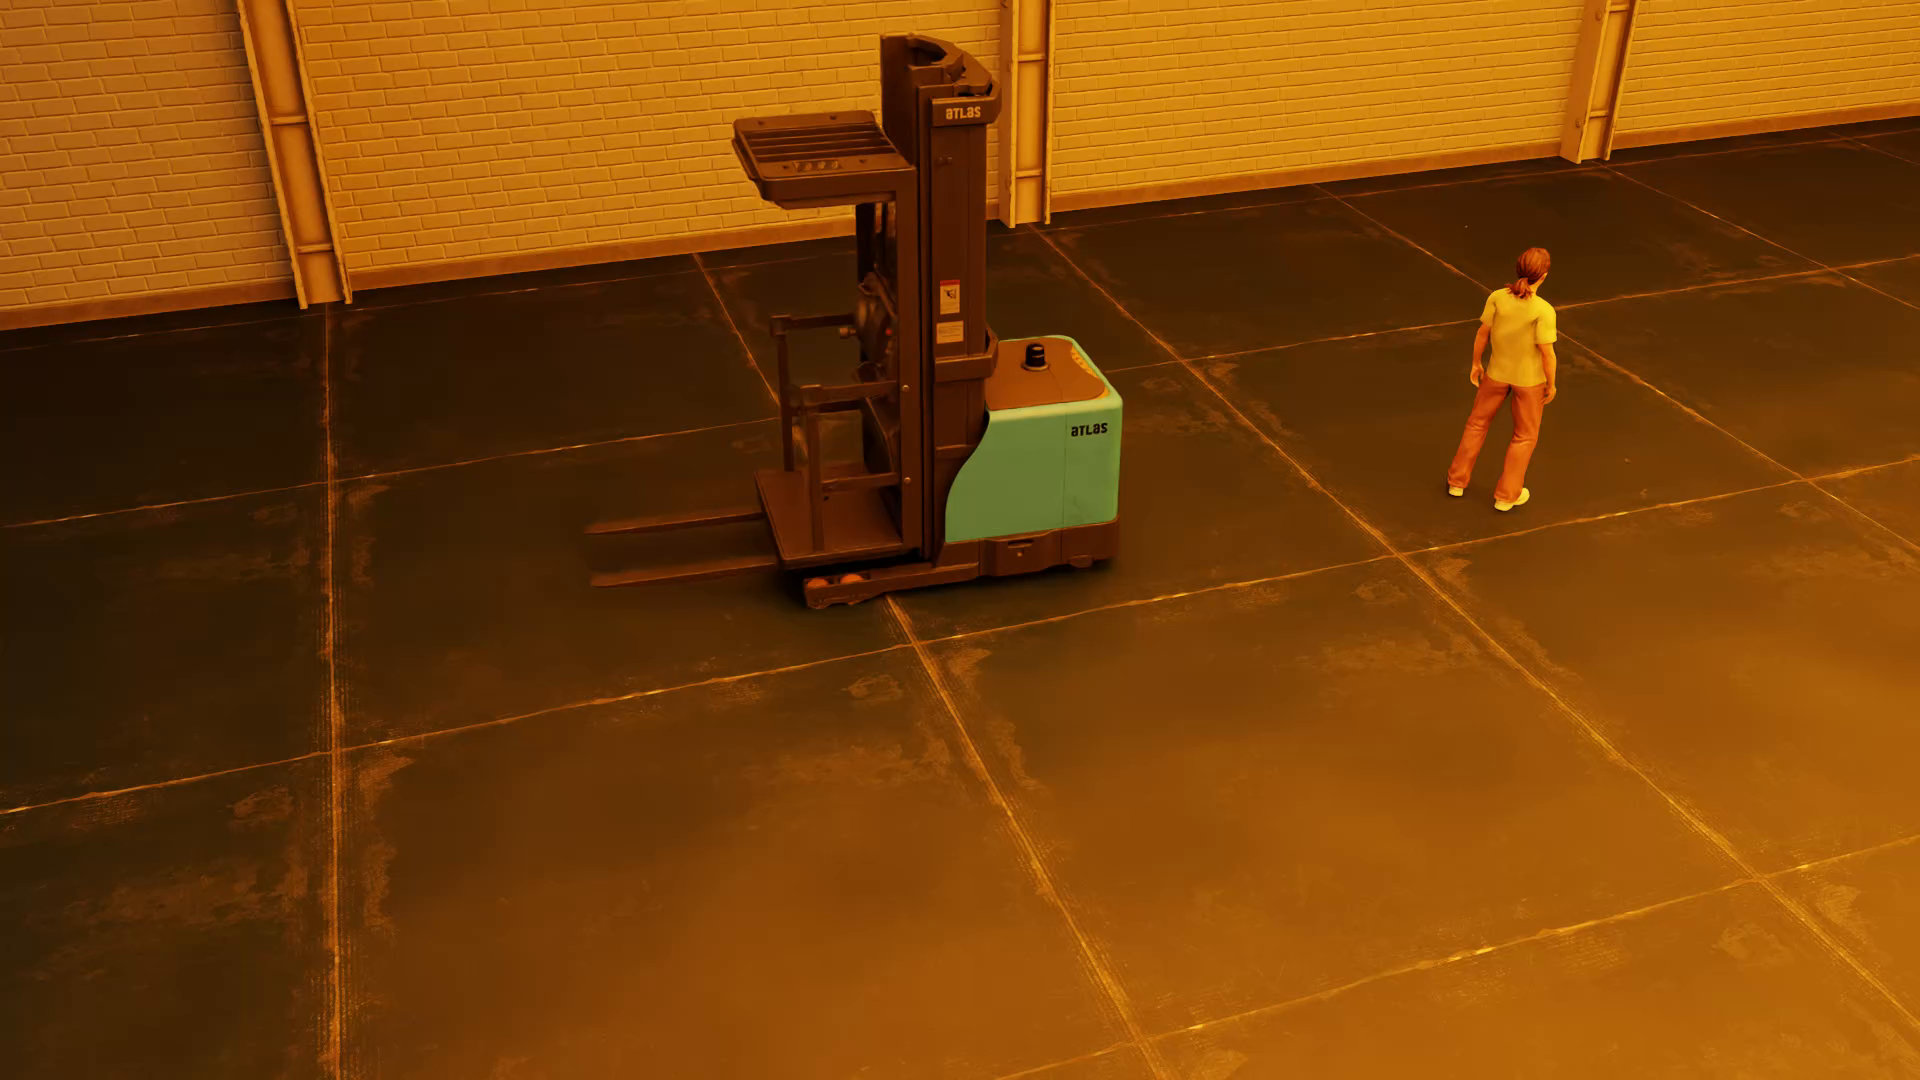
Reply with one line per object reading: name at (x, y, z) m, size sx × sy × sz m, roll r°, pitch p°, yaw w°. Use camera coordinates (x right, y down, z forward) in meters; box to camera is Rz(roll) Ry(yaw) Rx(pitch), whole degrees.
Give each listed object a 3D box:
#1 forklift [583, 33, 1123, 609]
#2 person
forklift at (-0.650, -1.174, 9.127) m, size 3.031 × 2.935 × 1.130 m, roll -7°, pitch 31°, yaw -13°
person at (3.310, -0.972, 10.060) m, size 0.591 × 1.652 × 0.400 m, roll 20°, pitch 36°, yaw 31°
